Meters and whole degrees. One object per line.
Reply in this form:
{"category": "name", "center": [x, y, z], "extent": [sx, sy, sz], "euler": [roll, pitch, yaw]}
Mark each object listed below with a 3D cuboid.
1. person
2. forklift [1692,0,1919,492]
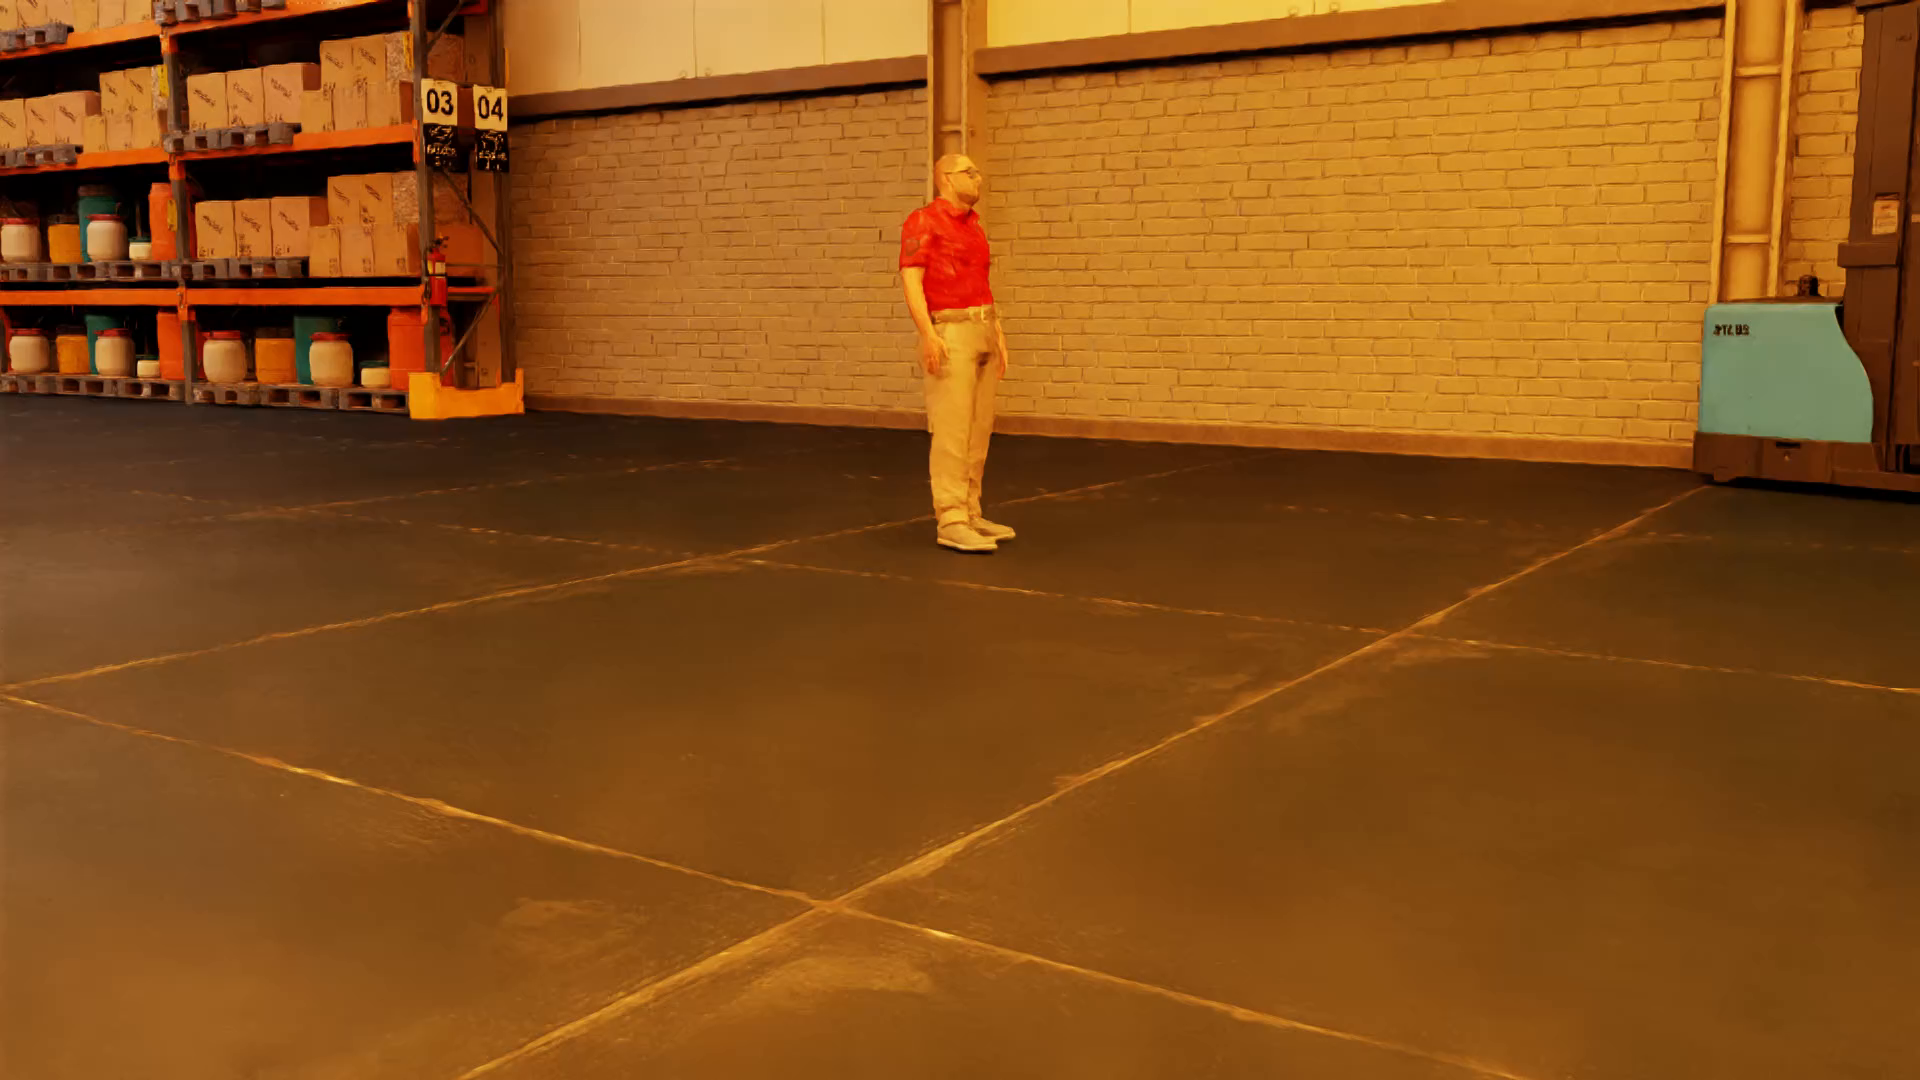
{"category": "person", "center": [0.068, -0.855, 7.421], "extent": [0.550, 1.727, 0.640], "euler": [5, 10, 34]}
{"category": "forklift", "center": [5.669, -1.663, 8.890], "extent": [1.130, 2.935, 3.031], "euler": [-6, 10, -36]}
